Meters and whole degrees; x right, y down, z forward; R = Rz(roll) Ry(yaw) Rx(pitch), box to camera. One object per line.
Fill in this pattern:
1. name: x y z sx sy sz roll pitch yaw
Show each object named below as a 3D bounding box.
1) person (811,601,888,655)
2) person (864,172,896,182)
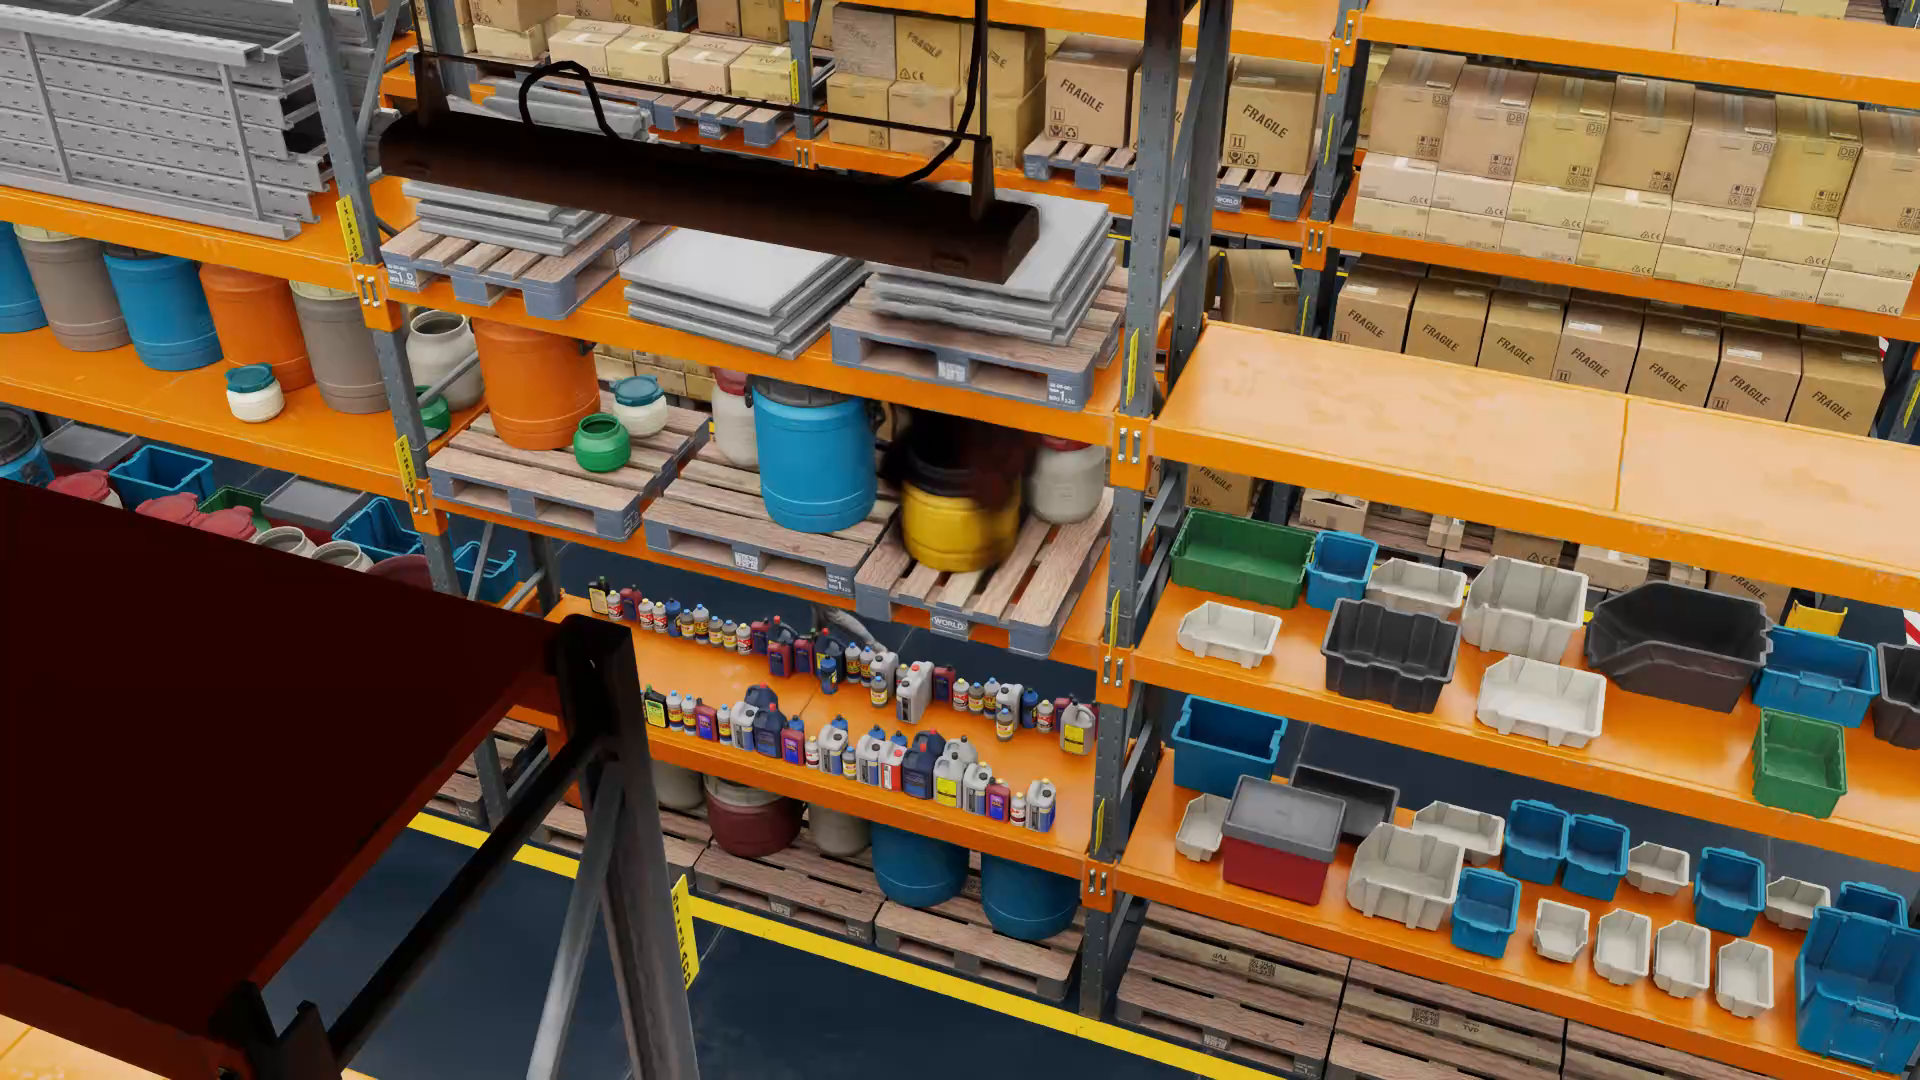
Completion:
1. person: -0.887 0.209 11.669 0.812 1.705 0.608 17 40 22
2. person: -0.869 -3.324 16.403 0.776 1.826 0.685 6 37 8
